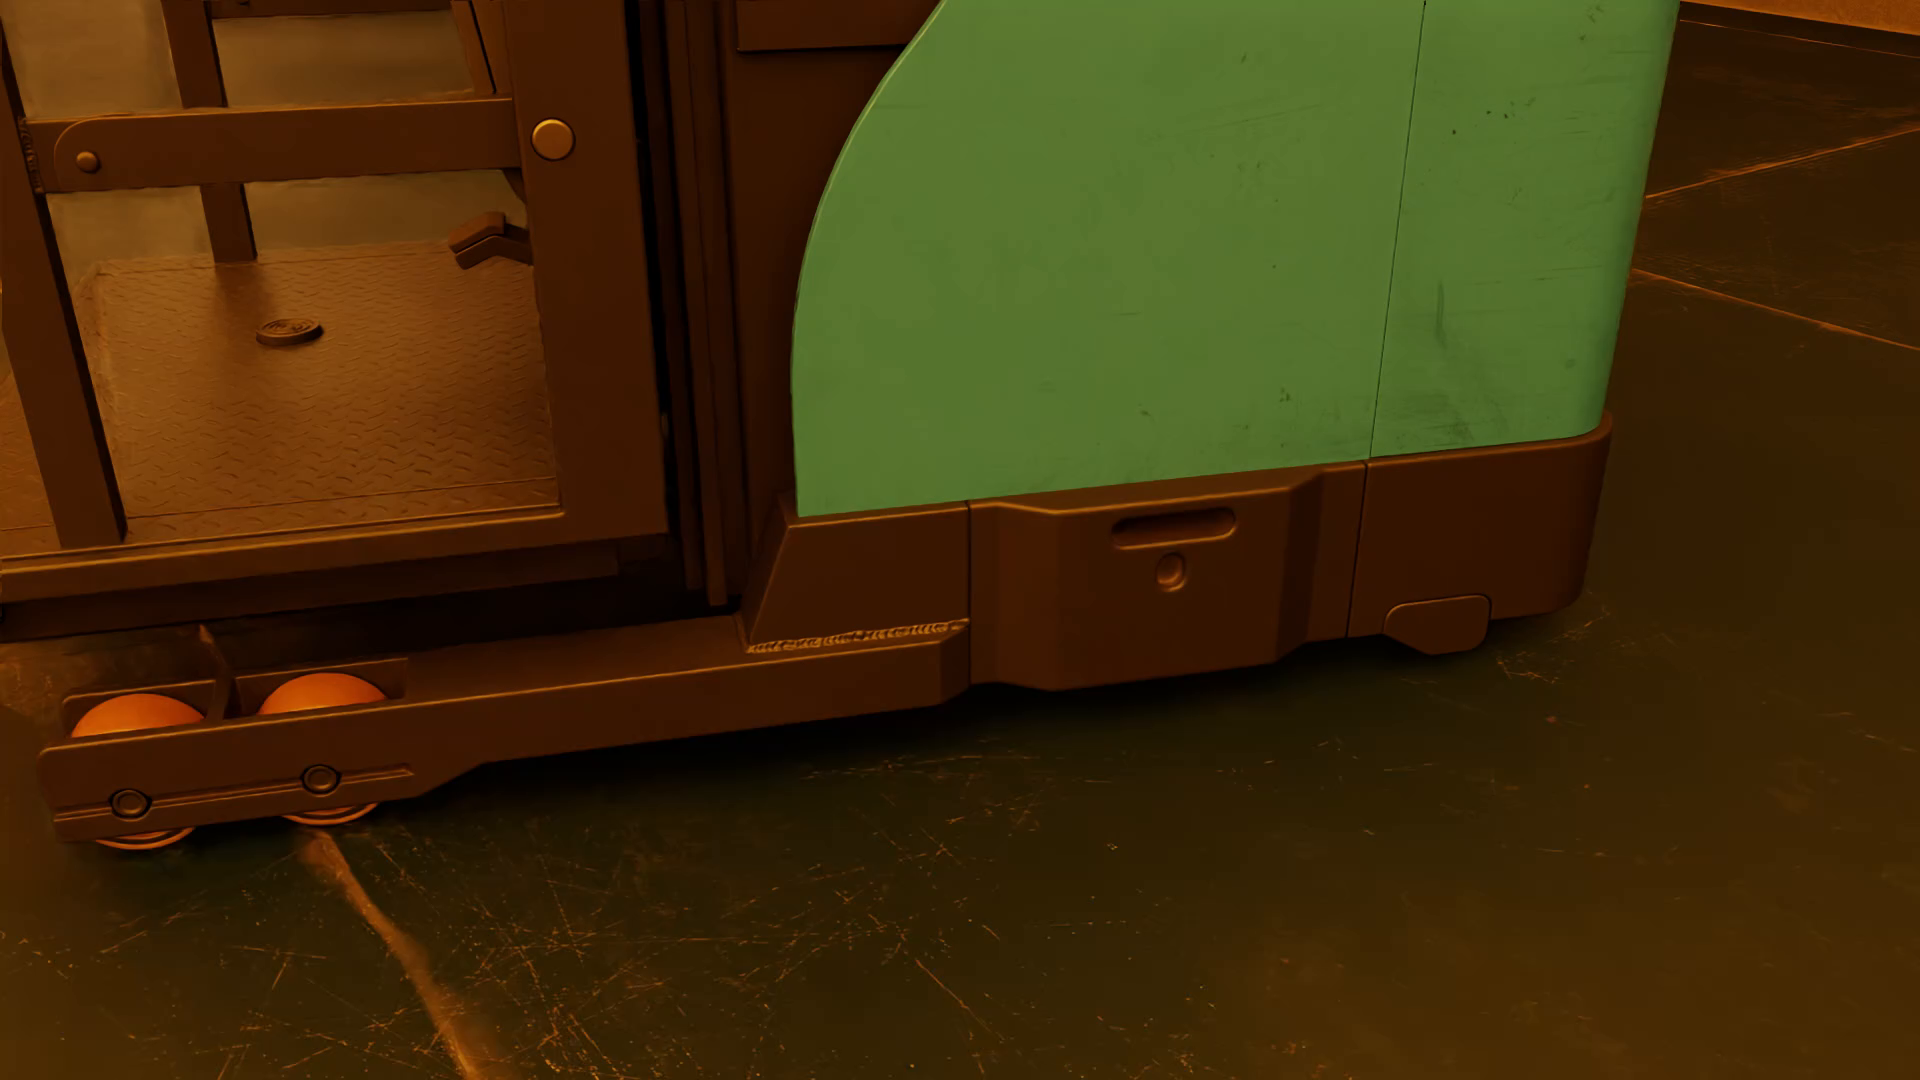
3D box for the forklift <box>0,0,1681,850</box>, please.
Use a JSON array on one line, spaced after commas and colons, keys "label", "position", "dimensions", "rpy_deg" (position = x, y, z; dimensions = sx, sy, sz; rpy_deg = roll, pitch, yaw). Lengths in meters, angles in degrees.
[{"label": "forklift", "position": [-0.740, -1.232, 1.687], "dimensions": [3.031, 2.935, 1.130], "rpy_deg": [-6, 27, -12]}]
